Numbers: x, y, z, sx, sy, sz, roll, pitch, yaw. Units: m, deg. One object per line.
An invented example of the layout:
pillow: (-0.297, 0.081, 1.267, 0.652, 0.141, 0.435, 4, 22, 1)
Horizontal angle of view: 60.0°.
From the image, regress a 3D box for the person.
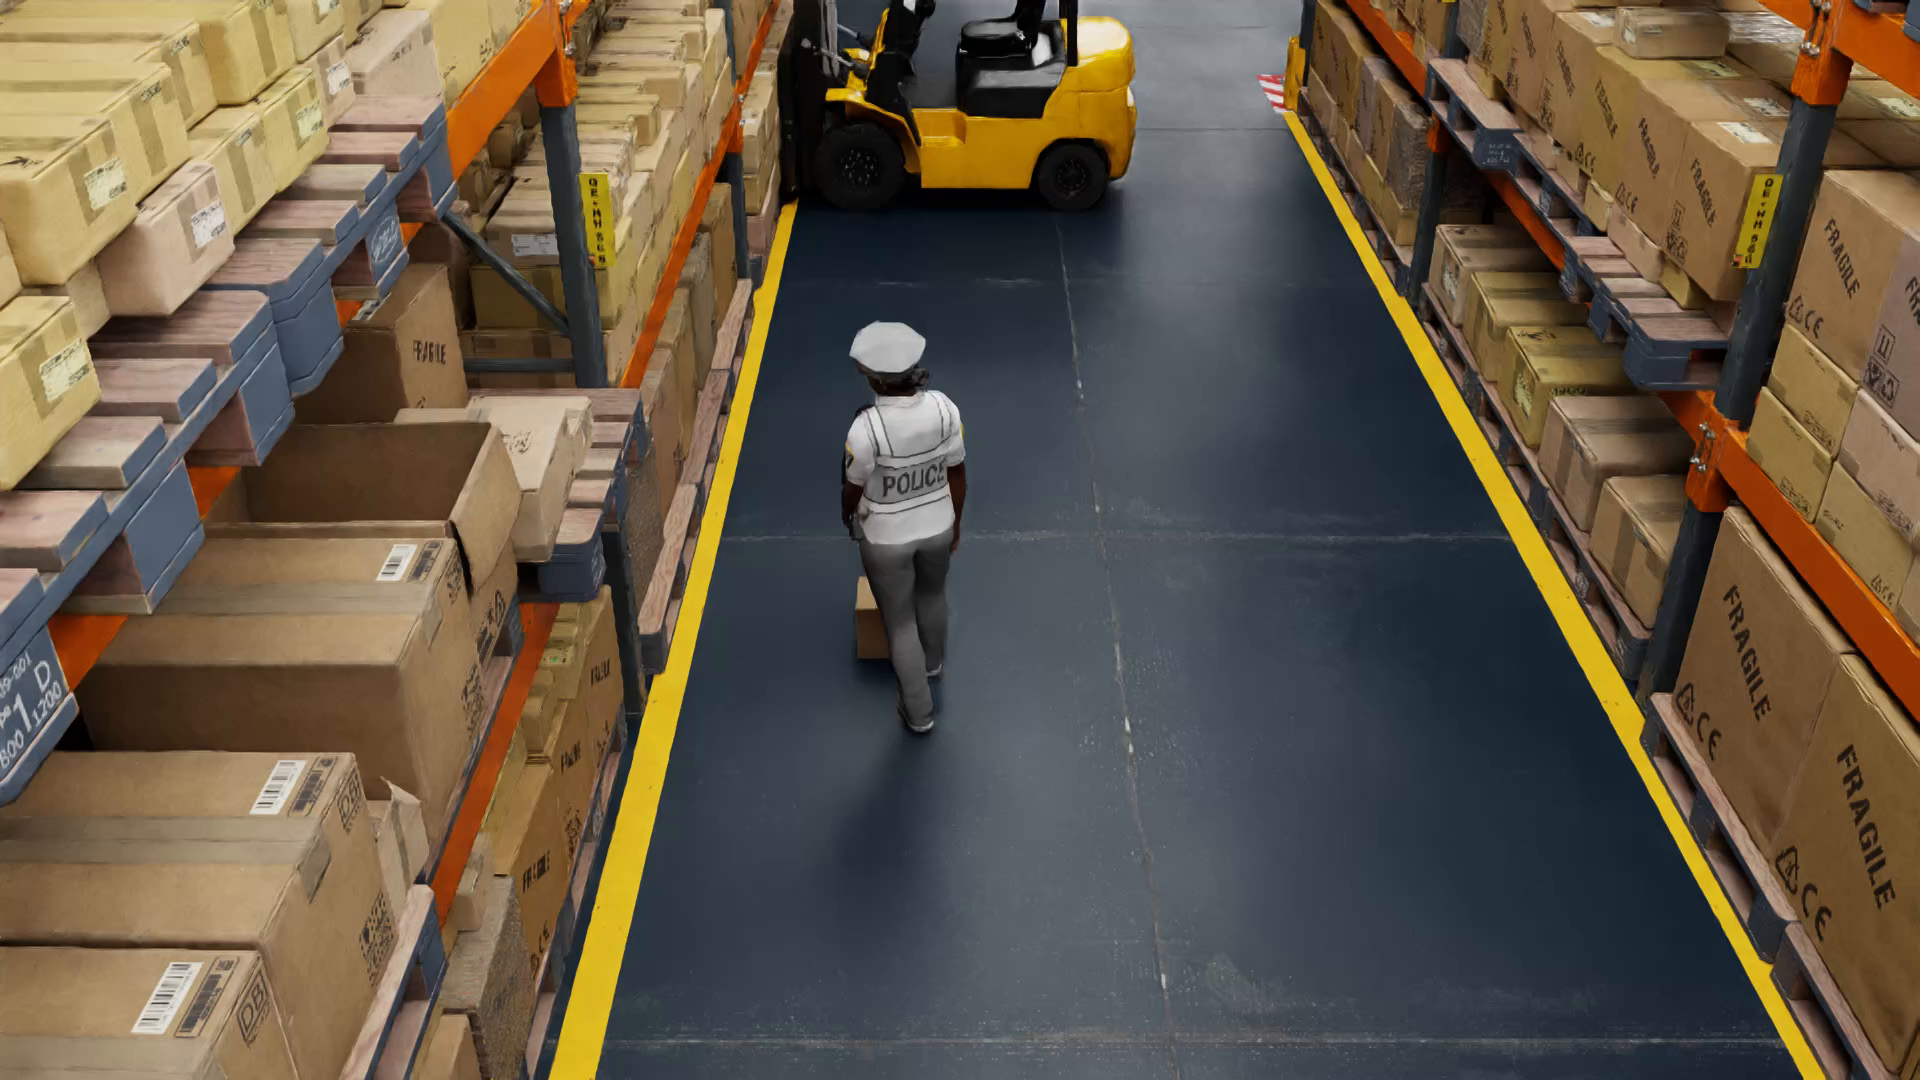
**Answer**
person: (-0.263, -0.082, 6.260, 0.468, 1.660, 0.584, -16, 35, -24)
